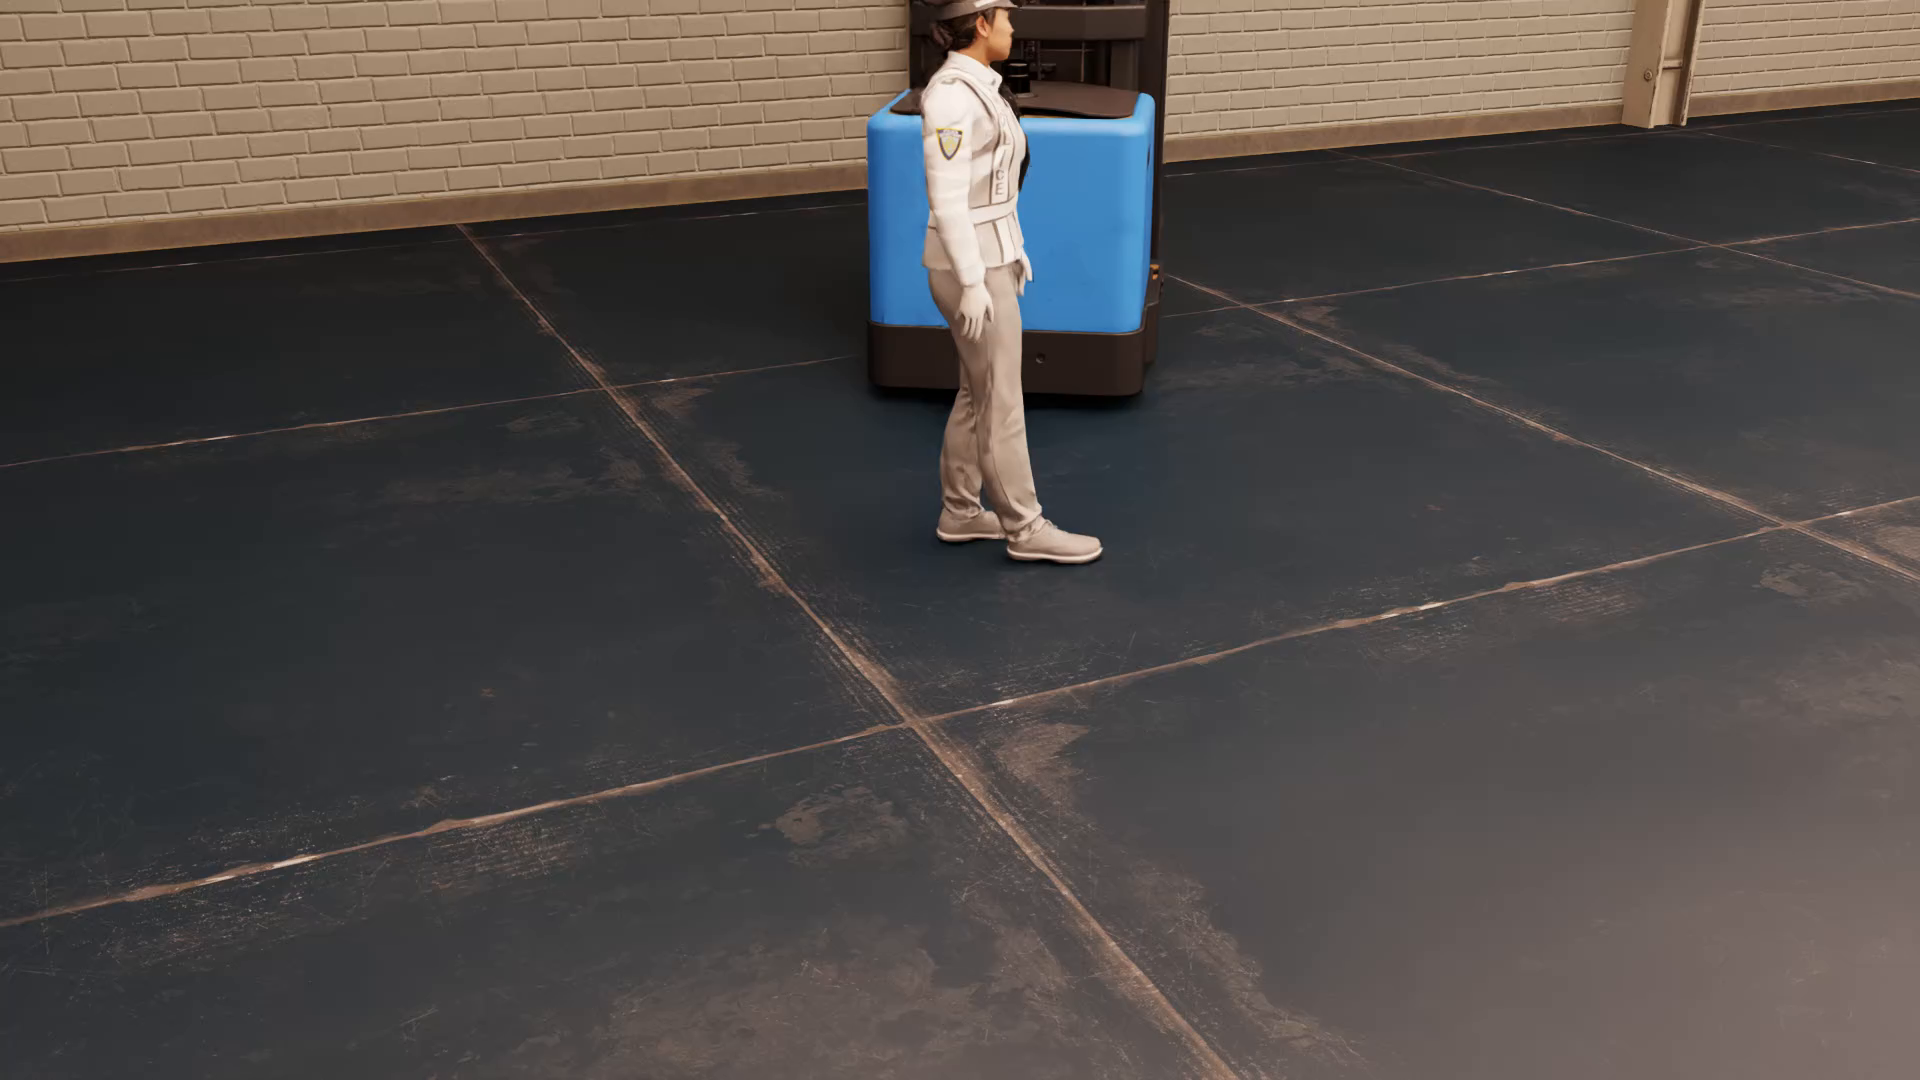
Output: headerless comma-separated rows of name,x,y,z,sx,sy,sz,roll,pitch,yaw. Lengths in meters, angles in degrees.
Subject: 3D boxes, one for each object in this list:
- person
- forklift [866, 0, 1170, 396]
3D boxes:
person,0.160,-0.776,4.787,0.556,1.681,0.614,2,23,5
forklift,0.364,-2.421,7.114,1.130,2.935,3.031,3,23,7
